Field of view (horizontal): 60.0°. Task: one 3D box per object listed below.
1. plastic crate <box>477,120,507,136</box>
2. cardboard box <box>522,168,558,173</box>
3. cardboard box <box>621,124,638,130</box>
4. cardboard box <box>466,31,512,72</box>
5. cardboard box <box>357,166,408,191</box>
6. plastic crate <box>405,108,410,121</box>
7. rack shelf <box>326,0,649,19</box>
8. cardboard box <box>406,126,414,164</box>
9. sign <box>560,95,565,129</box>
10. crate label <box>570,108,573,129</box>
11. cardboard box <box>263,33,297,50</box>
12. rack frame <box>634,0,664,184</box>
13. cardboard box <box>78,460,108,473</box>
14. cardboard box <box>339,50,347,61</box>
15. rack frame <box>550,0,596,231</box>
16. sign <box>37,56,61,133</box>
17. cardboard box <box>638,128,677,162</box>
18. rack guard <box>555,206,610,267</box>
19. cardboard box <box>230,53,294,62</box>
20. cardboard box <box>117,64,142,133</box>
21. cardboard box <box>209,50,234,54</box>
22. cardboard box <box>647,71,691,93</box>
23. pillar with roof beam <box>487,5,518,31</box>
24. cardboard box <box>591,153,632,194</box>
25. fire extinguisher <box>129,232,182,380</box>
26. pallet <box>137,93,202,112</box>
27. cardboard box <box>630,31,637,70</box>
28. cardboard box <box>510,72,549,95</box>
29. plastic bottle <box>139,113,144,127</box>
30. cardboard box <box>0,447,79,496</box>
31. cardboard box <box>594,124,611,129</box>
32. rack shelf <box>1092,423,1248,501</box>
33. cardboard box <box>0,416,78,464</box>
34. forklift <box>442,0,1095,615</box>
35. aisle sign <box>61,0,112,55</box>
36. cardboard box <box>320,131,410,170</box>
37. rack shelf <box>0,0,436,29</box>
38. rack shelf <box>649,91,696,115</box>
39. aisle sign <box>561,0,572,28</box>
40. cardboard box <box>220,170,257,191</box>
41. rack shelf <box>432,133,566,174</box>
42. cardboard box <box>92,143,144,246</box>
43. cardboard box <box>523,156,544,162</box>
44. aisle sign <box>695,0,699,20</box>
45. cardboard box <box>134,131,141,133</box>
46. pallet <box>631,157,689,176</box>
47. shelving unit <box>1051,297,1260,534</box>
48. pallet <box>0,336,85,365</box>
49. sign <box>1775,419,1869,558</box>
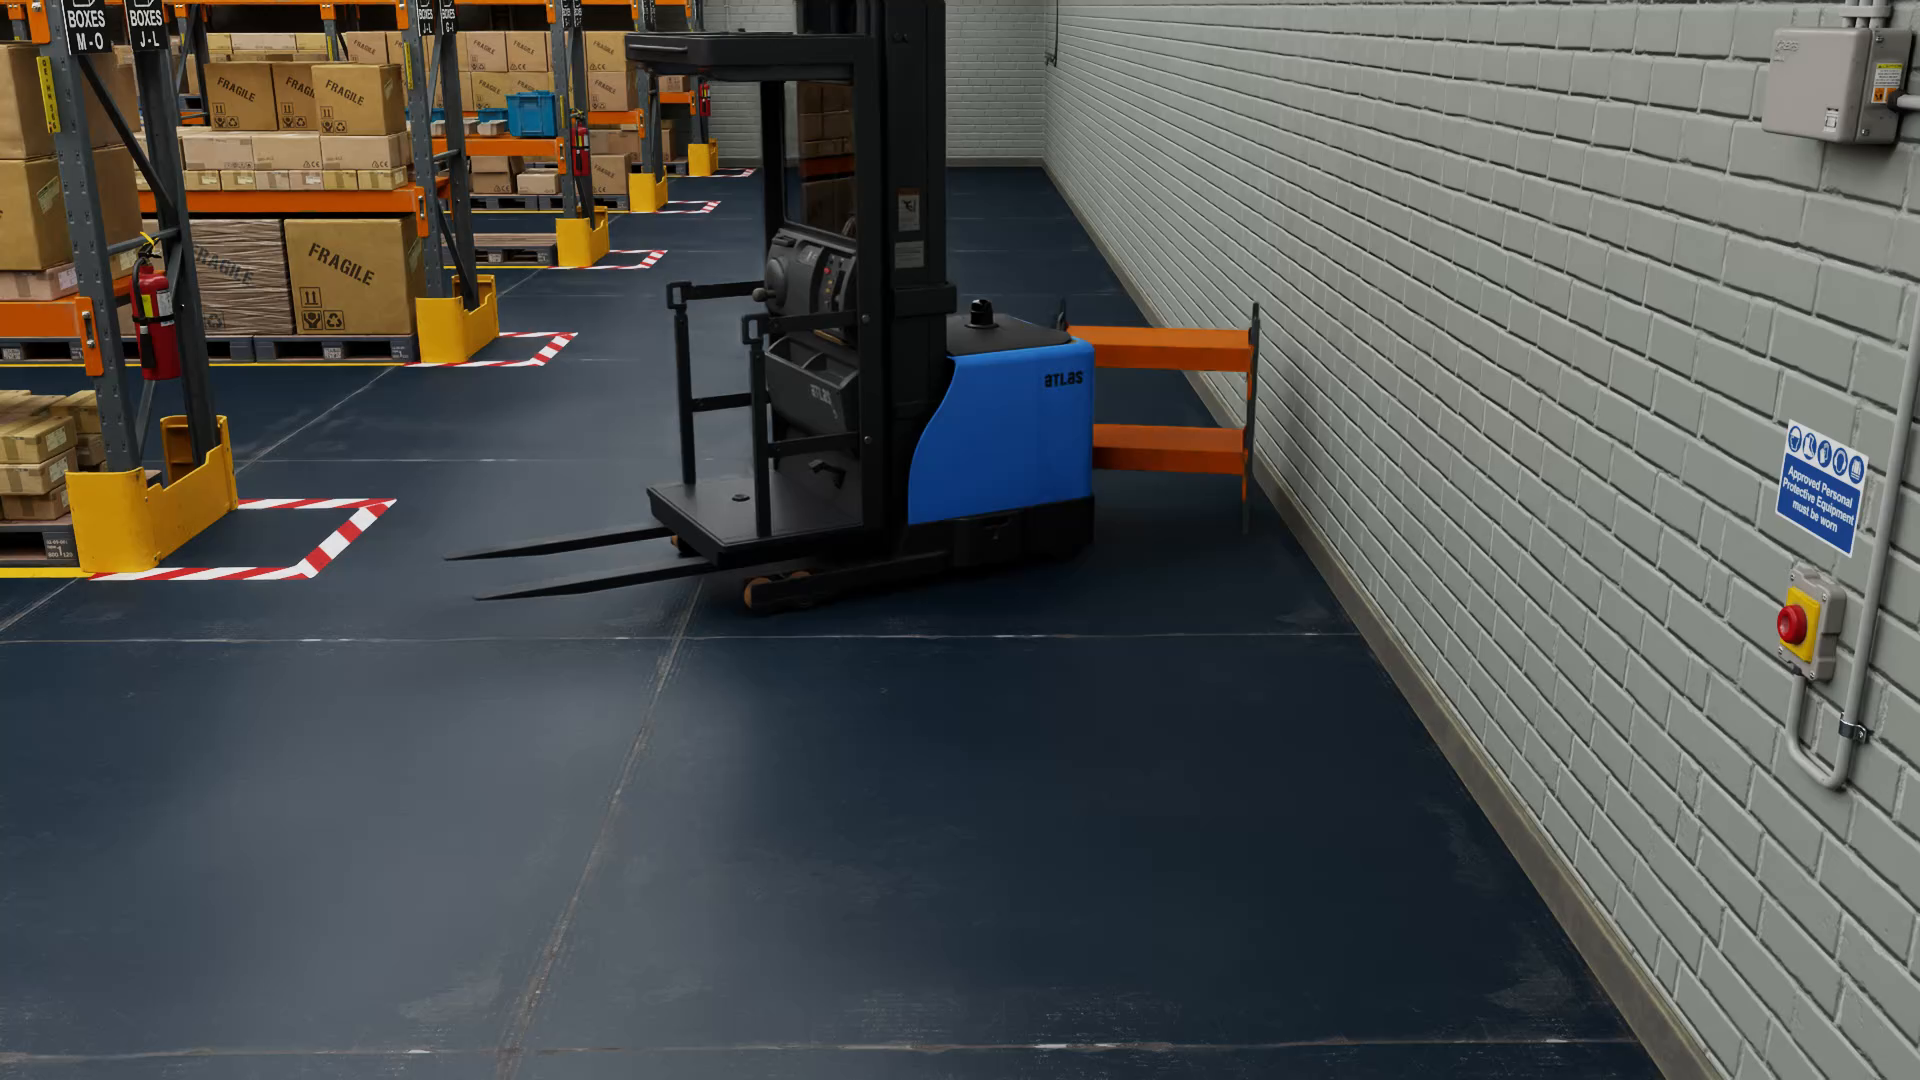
[{"bbox_3d":[-4.909,-4.320,17.437,0.243,0.136,0.396,0,18,-1],"label":"plastic crate"},{"bbox_3d":[-5.719,-4.968,22.906,0.500,0.250,0.500,0,18,-1],"label":"cardboard box"},{"bbox_3d":[-5.333,-6.729,26.956,0.250,0.149,0.380,0,18,1],"label":"cardboard box"},{"bbox_3d":[-6.149,-6.418,21.842,0.500,0.500,0.500,0,18,1],"label":"cardboard box"},{"bbox_3d":[-4.370,-2.742,12.594,0.250,0.149,0.380,0,18,0],"label":"cardboard box"},{"bbox_3d":[-5.965,-4.517,17.892,0.300,0.233,0.416,0,18,-1],"label":"plastic crate"},{"bbox_3d":[-6.171,-7.065,21.928,4.000,0.370,1.077,0,18,-1],"label":"rack shelf"},{"bbox_3d":[-4.503,-3.114,13.102,0.500,0.250,0.500,-1,18,-2],"label":"cardboard box"},{"bbox_3d":[-4.072,-4.386,17.042,0.005,0.325,0.100,0,18,-1],"label":"sign"},{"bbox_3d":[-4.349,-4.524,17.917,0.303,0.233,0.416,0,18,-1],"label":"crate label"},{"bbox_3d":[-10.757,-7.949,26.506,0.500,0.250,0.500,0,18,0],"label":"cardboard box"},{"bbox_3d":[-4.171,-5.989,22.307,0.127,3.000,1.000,0,18,-1],"label":"rack frame"},{"bbox_3d":[-4.570,-0.386,8.819,0.250,0.149,0.380,0,18,0],"label":"cardboard box"},{"bbox_3d":[-9.723,-7.597,26.636,0.500,0.500,0.500,0,18,-1],"label":"cardboard box"},{"bbox_3d":[-4.097,-4.476,17.591,0.127,3.000,1.000,0,18,-1],"label":"rack frame"},{"bbox_3d":[-4.053,-1.980,7.397,0.005,0.325,0.100,0,18,-1],"label":"sign"},{"bbox_3d":[-4.952,-6.478,27.235,0.500,0.500,0.700,0,18,-1],"label":"cardboard box"},{"bbox_3d":[-4.073,-3.290,17.985,0.348,0.500,1.175,0,18,-1],"label":"rack guard"},{"bbox_3d":[-9.335,-6.261,22.302,0.500,0.500,0.700,3,18,8],"label":"cardboard box"},{"bbox_3d":[-6.523,-3.300,12.454,0.500,0.500,0.500,-1,18,-3],"label":"cardboard box"},{"bbox_3d":[-11.763,-7.586,26.603,0.500,0.500,0.500,0,18,1],"label":"cardboard box"},{"bbox_3d":[-4.763,-7.639,26.960,0.700,0.700,0.980,1,18,2],"label":"cardboard box"},{"bbox_3d":[-7.499,-9.292,22.782,0.400,9.000,9.100,0,18,-1],"label":"pillar with roof beam"},{"bbox_3d":[-4.711,-4.930,22.379,0.500,0.500,0.500,0,18,-1],"label":"cardboard box"},{"bbox_3d":[-3.782,-1.094,7.784,0.183,0.674,0.296,0,18,-1],"label":"fire extinguisher"},{"bbox_3d":[-10.226,-5.870,22.249,1.213,0.211,1.003,0,18,-1],"label":"pallet"},{"bbox_3d":[-4.619,-6.591,22.383,0.500,0.500,0.500,0,18,1],"label":"cardboard box"},{"bbox_3d":[-5.632,-5.947,22.012,0.500,0.500,0.500,0,18,0],"label":"cardboard box"},{"bbox_3d":[-8.485,-4.297,17.236,0.135,0.276,0.152,0,18,-1],"label":"plastic bottle"},{"bbox_3d":[-4.565,-0.343,8.197,0.250,0.149,0.380,-1,18,-2],"label":"cardboard box"},{"bbox_3d":[-5.841,-6.843,27.312,0.250,0.149,0.380,0,18,0],"label":"cardboard box"},{"bbox_3d":[1.020,-0.433,8.857,1.000,0.278,0.538,3,18,9],"label":"rack shelf"},{"bbox_3d":[-4.567,-0.494,8.182,0.250,0.149,0.380,0,18,0],"label":"cardboard box"},{"bbox_3d":[-0.876,-1.242,7.619,3.031,2.935,1.130,-9,20,-27],"label":"forklift"},{"bbox_3d":[-3.964,-2.595,7.469,0.004,0.787,0.394,0,18,-1],"label":"aisle sign"},{"bbox_3d":[-4.499,-2.950,12.592,0.500,0.250,0.500,-1,18,-2],"label":"cardboard box"},{"bbox_3d":[-6.018,-4.040,12.497,4.000,0.370,1.077,0,18,-1],"label":"rack shelf"},{"bbox_3d":[-6.253,-7.150,27.103,4.000,0.370,1.077,0,18,-1],"label":"rack shelf"},{"bbox_3d":[-4.020,-5.625,16.916,0.004,0.787,0.394,0,18,-1],"label":"aisle sign"},{"bbox_3d":[-5.391,-2.736,12.578,0.250,0.149,0.380,-1,18,-2],"label":"cardboard box"},{"bbox_3d":[-6.097,-4.124,17.670,4.000,0.370,1.077,0,18,-1],"label":"rack shelf"},{"bbox_3d":[-4.495,-1.720,8.347,0.500,0.500,0.500,1,18,2],"label":"cardboard box"},{"bbox_3d":[-7.001,-6.466,27.199,0.500,0.500,0.700,0,18,-1],"label":"cardboard box"},{"bbox_3d":[-4.177,-8.649,26.341,0.004,0.787,0.394,0,18,-1],"label":"aisle sign"},{"bbox_3d":[-6.529,-2.942,12.566,0.500,0.250,0.500,0,18,1],"label":"cardboard box"},{"bbox_3d":[-5.051,-6.146,27.362,1.213,0.211,1.003,0,18,-1],"label":"pallet"},{"bbox_3d":[1.020,-0.666,8.782,1.048,1.125,0.538,3,18,9],"label":"shelving unit"},{"bbox_3d":[-7.257,-1.596,13.178,1.213,0.211,1.003,0,18,-1],"label":"pallet"},{"bbox_3d":[1.836,-0.115,3.552,0.001,0.218,0.327,0,18,-1],"label":"sign"}]
